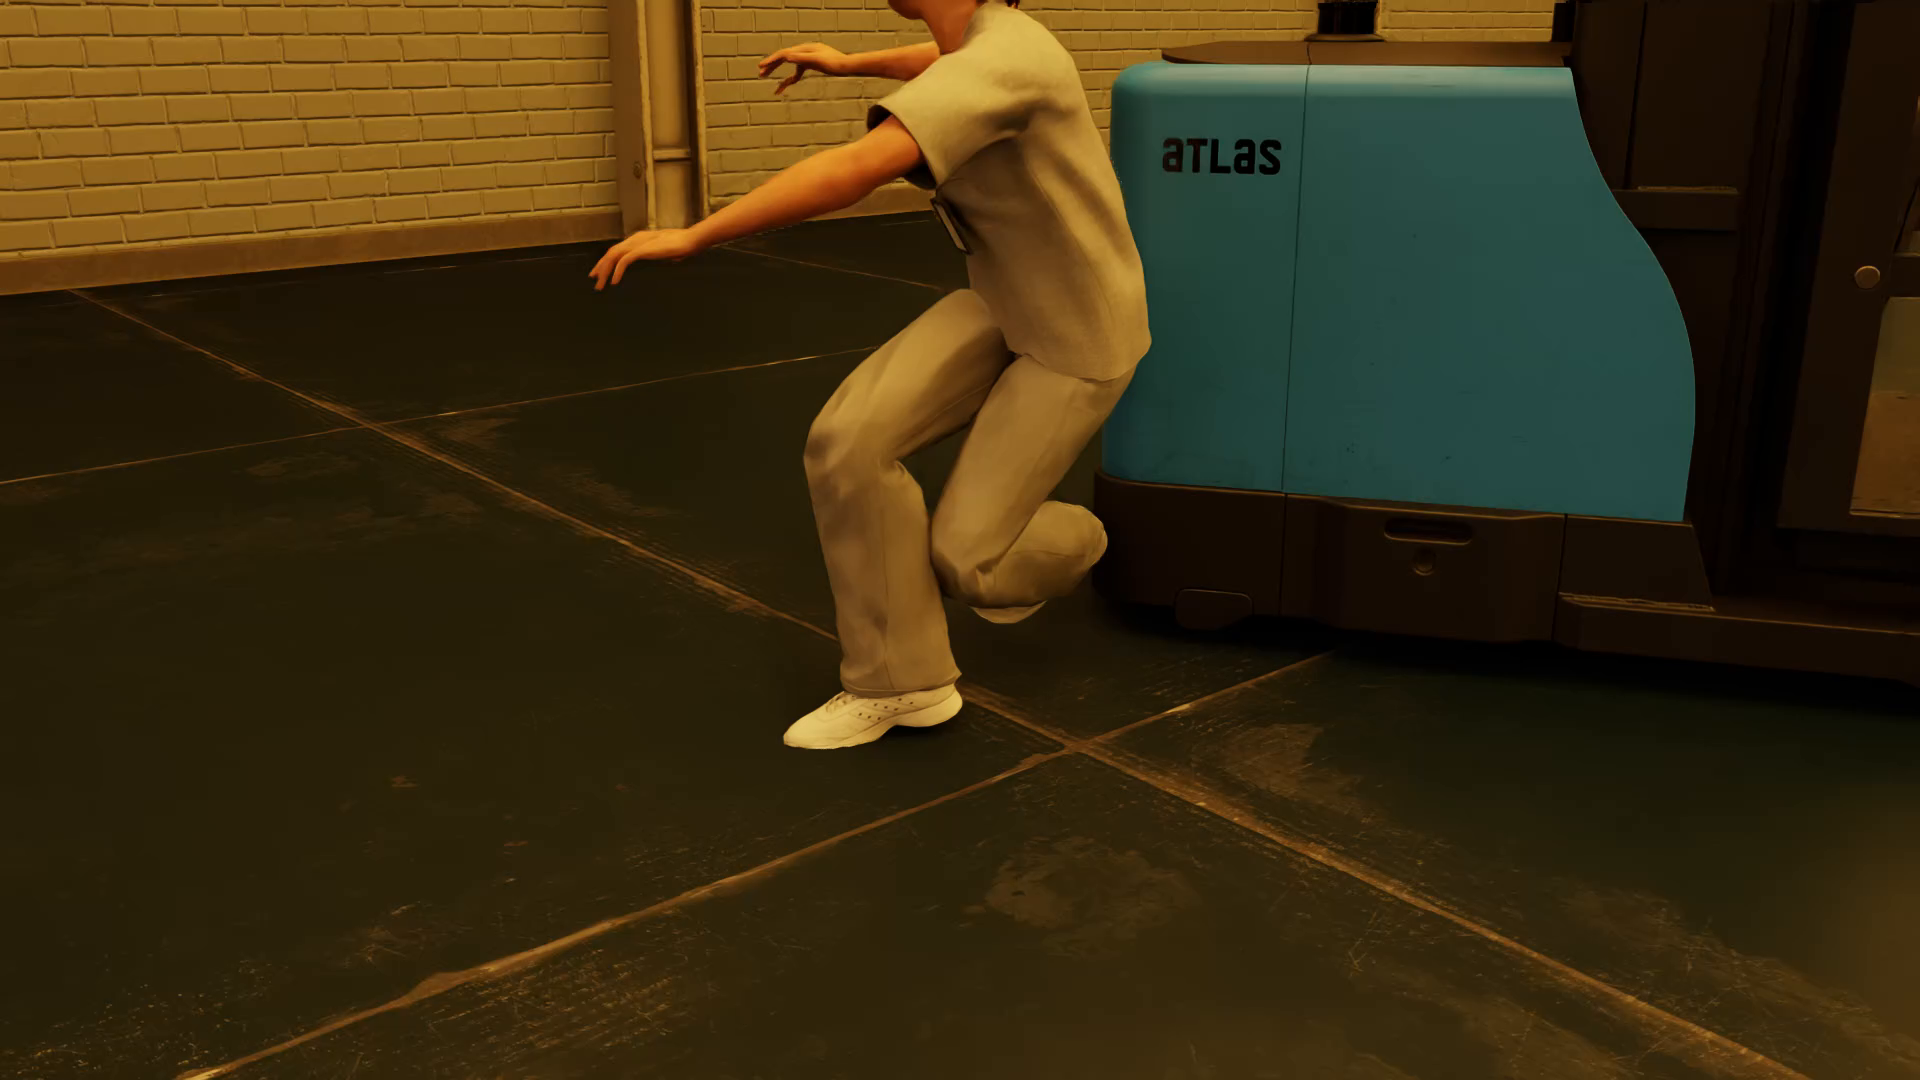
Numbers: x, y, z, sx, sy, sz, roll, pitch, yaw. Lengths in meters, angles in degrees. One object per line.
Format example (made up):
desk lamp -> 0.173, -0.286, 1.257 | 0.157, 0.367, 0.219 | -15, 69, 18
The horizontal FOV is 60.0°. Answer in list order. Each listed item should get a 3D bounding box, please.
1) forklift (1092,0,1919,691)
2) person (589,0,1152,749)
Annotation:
forklift -> 1.838, -1.241, 2.907 | 3.031, 2.935, 1.130 | 5, 18, 15
person -> -0.147, -0.369, 2.718 | 1.052, 1.419, 0.734 | -10, 20, -30
